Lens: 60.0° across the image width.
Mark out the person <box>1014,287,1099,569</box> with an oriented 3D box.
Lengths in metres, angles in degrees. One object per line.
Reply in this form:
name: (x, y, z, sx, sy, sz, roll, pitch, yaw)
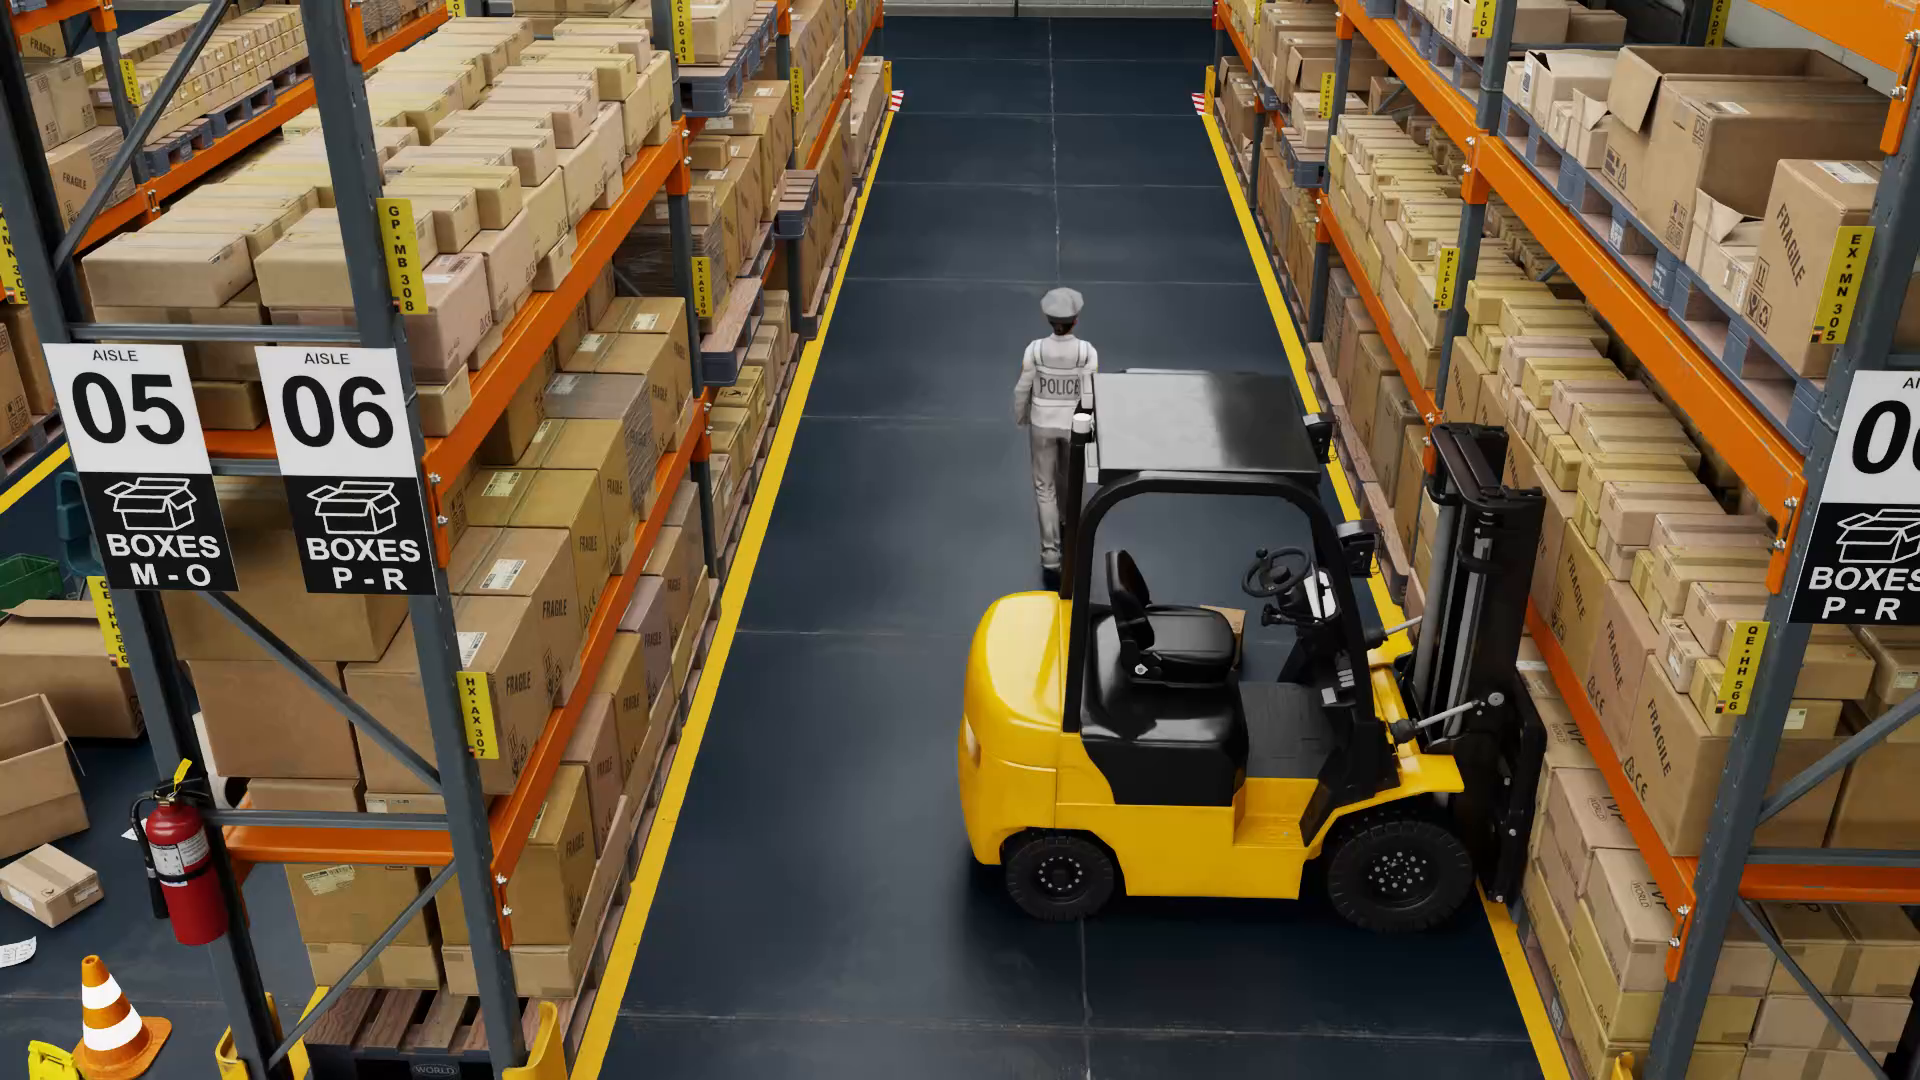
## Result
person: (0.576, -0.696, 9.897, 0.505, 1.628, 1.029, -1, 28, -2)
